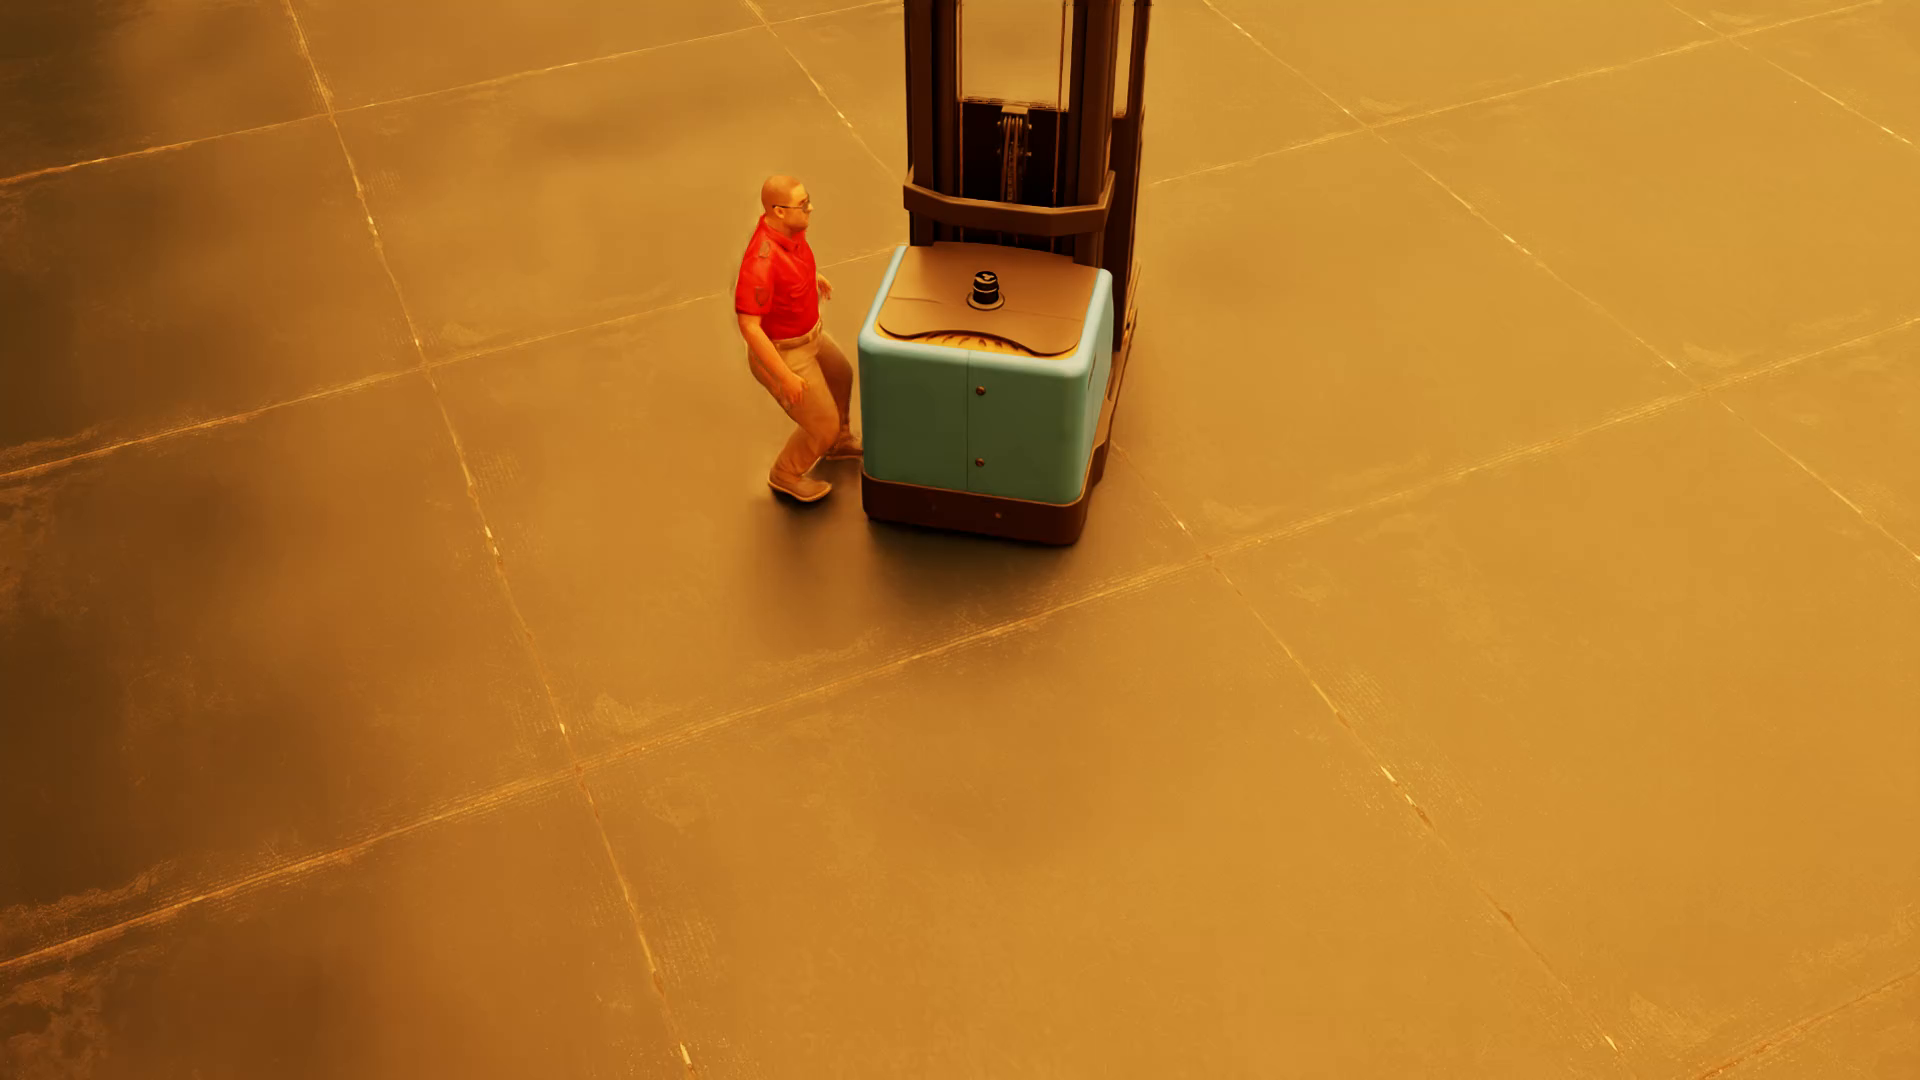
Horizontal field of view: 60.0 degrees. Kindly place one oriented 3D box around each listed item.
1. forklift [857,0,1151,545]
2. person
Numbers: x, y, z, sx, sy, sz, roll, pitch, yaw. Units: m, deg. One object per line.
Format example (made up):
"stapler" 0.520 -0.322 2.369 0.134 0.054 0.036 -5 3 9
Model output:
"forklift" 0.344 -2.068 7.896 1.130 2.935 3.031 8 44 9
"person" -0.672 -0.899 7.578 0.573 1.680 0.901 5 43 5
